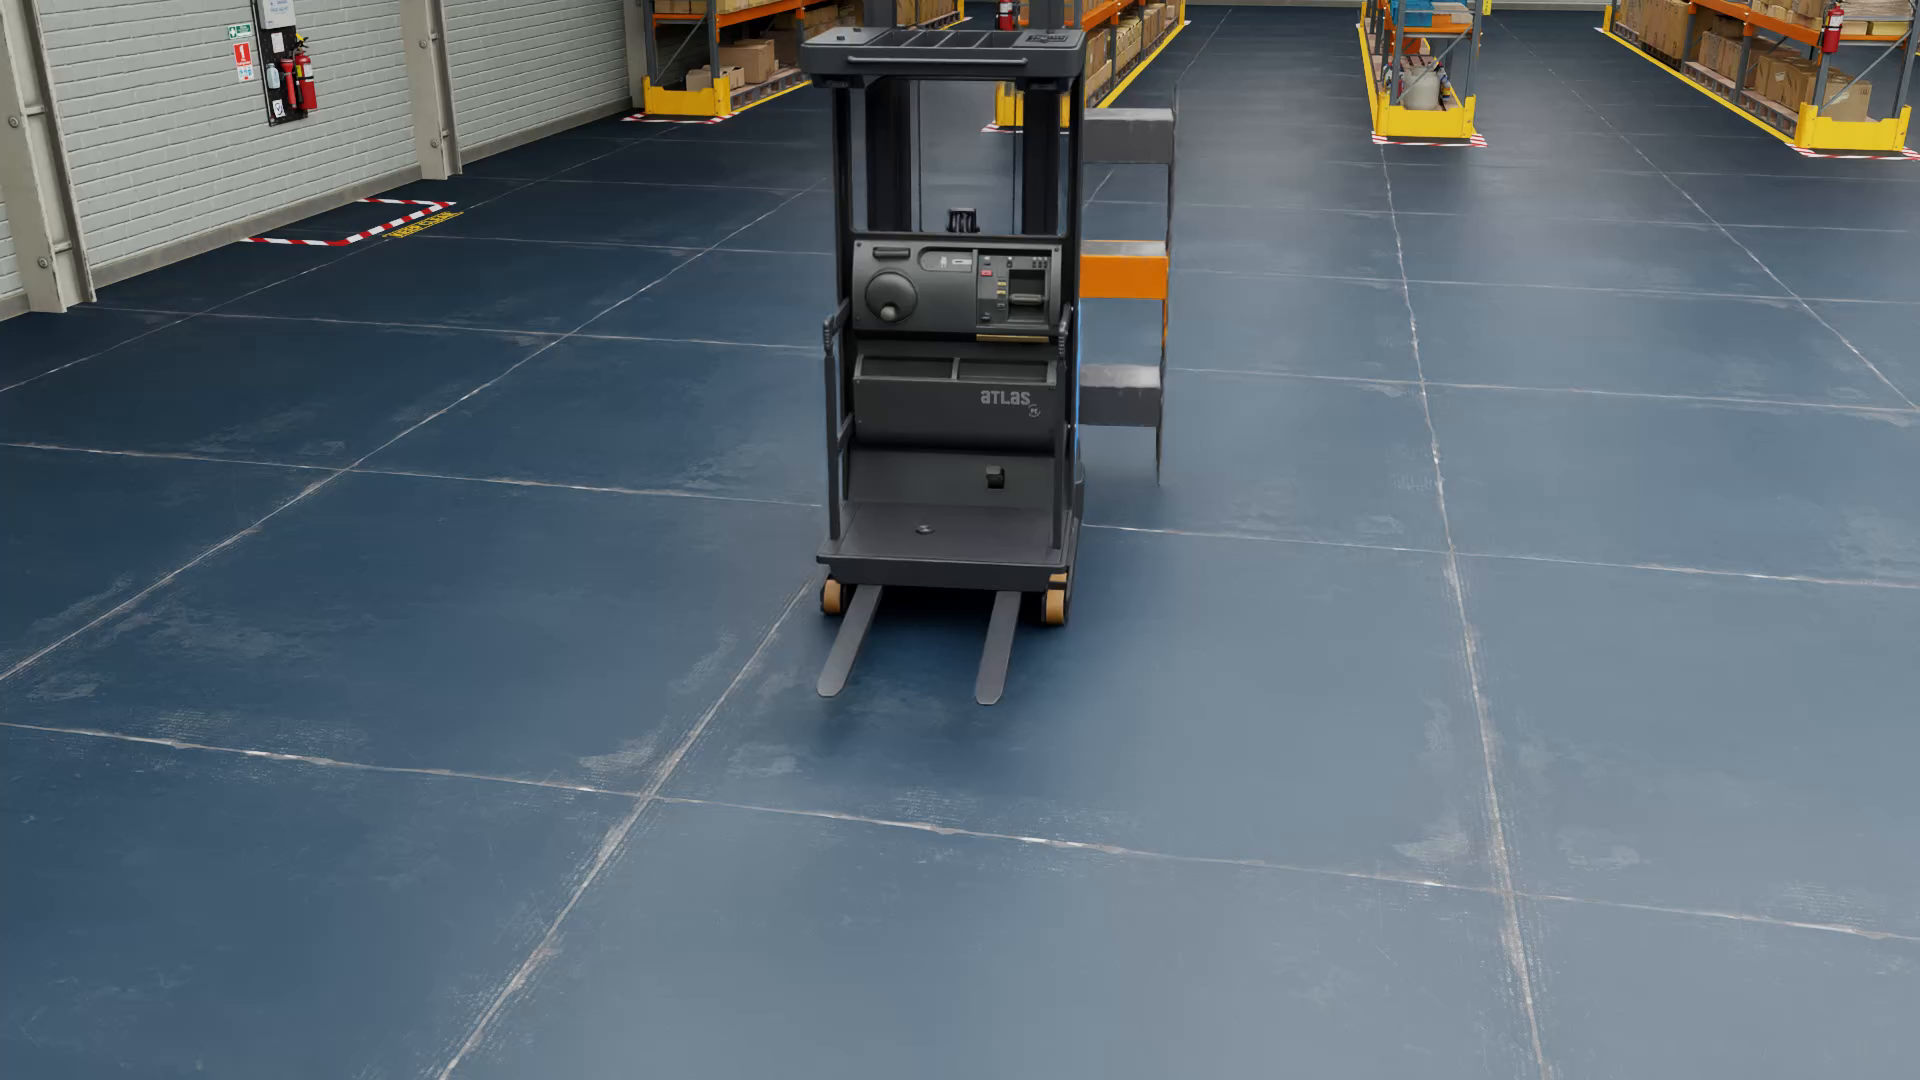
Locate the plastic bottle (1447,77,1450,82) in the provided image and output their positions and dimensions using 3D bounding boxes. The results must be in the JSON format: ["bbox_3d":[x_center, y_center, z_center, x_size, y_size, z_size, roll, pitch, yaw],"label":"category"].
[{"bbox_3d":[6.656,-6.178,22.725,0.061,0.283,0.133,5,22,12],"label":"plastic bottle"}]

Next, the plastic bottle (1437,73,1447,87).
[{"bbox_3d":[6.742,-6.412,23.315,0.152,0.276,0.135,5,22,12],"label":"plastic bottle"}]

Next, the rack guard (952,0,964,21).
[{"bbox_3d":[-0.511,-11.969,37.403,1.175,0.500,0.348,4,22,11],"label":"rack guard"}]

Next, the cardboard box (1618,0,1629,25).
[{"bbox_3d":[13.979,-10.956,33.824,0.875,0.875,0.875,4,22,11],"label":"cardboard box"}]

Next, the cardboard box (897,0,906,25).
[{"bbox_3d":[-1.516,-10.282,32.183,0.750,0.750,0.750,5,23,13],"label":"cardboard box"}]

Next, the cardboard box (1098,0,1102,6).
[{"bbox_3d":[1.700,-8.045,24.180,0.700,0.500,0.500,4,22,10],"label":"cardboard box"}]

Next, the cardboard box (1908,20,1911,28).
[{"bbox_3d":[18.138,-9.733,31.362,0.380,0.149,0.250,3,22,8],"label":"cardboard box"}]

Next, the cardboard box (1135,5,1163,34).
[{"bbox_3d":[3.588,-9.943,31.783,0.500,0.500,0.500,5,22,11],"label":"cardboard box"}]

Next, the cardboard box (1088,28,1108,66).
[{"bbox_3d":[1.891,-7.254,24.464,0.500,0.500,0.500,4,22,11],"label":"cardboard box"}]

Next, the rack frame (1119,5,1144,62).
[{"bbox_3d":[2.701,-9.818,28.716,1.000,3.000,0.127,4,22,11],"label":"rack frame"}]

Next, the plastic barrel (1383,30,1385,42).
[{"bbox_3d":[7.863,-9.108,29.620,0.600,0.588,0.708,4,22,11],"label":"plastic barrel"}]

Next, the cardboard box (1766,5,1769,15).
[{"bbox_3d":[11.115,-7.150,22.428,0.380,0.149,0.250,4,22,11],"label":"cardboard box"}]

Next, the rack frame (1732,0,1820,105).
[{"bbox_3d":[11.582,-7.598,23.205,1.000,3.000,0.127,4,22,11],"label":"rack frame"}]

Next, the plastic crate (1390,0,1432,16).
[{"bbox_3d":[5.865,-6.887,21.638,0.499,0.251,0.408,4,22,11],"label":"plastic crate"}]

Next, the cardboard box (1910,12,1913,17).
[{"bbox_3d":[18.019,-9.790,31.106,0.380,0.149,0.250,3,22,8],"label":"cardboard box"}]

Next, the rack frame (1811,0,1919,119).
[{"bbox_3d":[10.766,-6.135,19.573,1.000,3.000,0.127,4,22,11],"label":"rack frame"}]

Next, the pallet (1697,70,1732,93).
[{"bbox_3d":[11.987,-7.037,25.544,1.003,0.211,1.213,4,22,11],"label":"pallet"}]

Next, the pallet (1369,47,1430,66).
[{"bbox_3d":[7.670,-8.437,29.019,1.003,0.211,1.213,4,22,11],"label":"pallet"}]

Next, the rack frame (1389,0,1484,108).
[{"bbox_3d":[5.917,-6.513,20.510,1.000,3.000,0.127,4,22,11],"label":"rack frame"}]

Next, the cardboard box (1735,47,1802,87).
[{"bbox_3d":[11.729,-6.866,24.143,0.700,0.500,0.500,3,22,7],"label":"cardboard box"}]

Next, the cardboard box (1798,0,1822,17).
[{"bbox_3d":[10.890,-6.711,20.469,0.875,0.500,0.500,4,22,11],"label":"cardboard box"}]

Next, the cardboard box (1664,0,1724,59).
[{"bbox_3d":[12.560,-8.521,27.778,1.225,0.875,0.875,3,22,8],"label":"cardboard box"}]

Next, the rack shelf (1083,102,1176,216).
[{"bbox_3d":[0.864,-1.990,8.647,0.480,0.518,0.431,2,22,5],"label":"rack shelf"}]

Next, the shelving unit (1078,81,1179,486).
[{"bbox_3d":[0.864,-1.353,8.903,0.503,2.100,0.431,2,22,5],"label":"shelving unit"}]

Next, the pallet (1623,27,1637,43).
[{"bbox_3d":[13.693,-9.950,32.777,1.003,0.211,1.213,4,22,11],"label":"pallet"}]

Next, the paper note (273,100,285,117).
[{"bbox_3d":[-6.355,-4.027,15.516,0.016,0.148,0.142,4,22,11],"label":"paper note"}]

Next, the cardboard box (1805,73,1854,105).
[{"bbox_3d":[10.998,-5.619,21.074,0.500,0.500,0.500,11,24,25],"label":"cardboard box"}]

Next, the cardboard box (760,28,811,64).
[{"bbox_3d":[-2.831,-8.046,27.074,0.700,0.500,0.500,5,23,13],"label":"cardboard box"}]

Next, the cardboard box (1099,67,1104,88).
[{"bbox_3d":[1.805,-6.722,24.147,0.500,0.250,0.500,4,22,11],"label":"cardboard box"}]

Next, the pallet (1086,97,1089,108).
[{"bbox_3d":[1.184,-5.881,22.674,1.003,0.211,1.213,4,22,11],"label":"pallet"}]

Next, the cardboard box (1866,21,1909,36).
[{"bbox_3d":[11.058,-6.105,19.833,0.380,0.149,0.250,4,22,11],"label":"cardboard box"}]

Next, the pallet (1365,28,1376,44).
[{"bbox_3d":[8.478,-9.880,32.603,1.003,0.211,1.213,4,22,11],"label":"pallet"}]

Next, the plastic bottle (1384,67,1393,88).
[{"bbox_3d":[6.037,-6.463,23.343,0.144,0.351,0.185,4,22,10],"label":"plastic bottle"}]

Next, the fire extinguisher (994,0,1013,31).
[{"bbox_3d":[0.590,-6.848,21.446,0.296,0.674,0.183,4,22,11],"label":"fire extinguisher"}]

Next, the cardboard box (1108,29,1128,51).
[{"bbox_3d":[2.425,-8.039,26.666,0.500,0.311,0.500,4,22,9],"label":"cardboard box"}]

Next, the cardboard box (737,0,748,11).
[{"bbox_3d":[-3.279,-7.553,23.267,0.500,0.250,0.500,4,22,9],"label":"cardboard box"}]

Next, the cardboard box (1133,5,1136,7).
[{"bbox_3d":[3.082,-9.971,31.853,0.500,0.500,0.500,5,22,12],"label":"cardboard box"}]

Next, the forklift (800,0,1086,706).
[{"bbox_3d":[-0.037,-1.113,7.193,1.130,2.935,3.031,2,22,6],"label":"forklift"}]

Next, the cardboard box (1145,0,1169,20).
[{"bbox_3d":[3.896,-11.014,34.439,0.797,0.503,0.637,4,22,11],"label":"cardboard box"}]

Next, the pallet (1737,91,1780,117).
[{"bbox_3d":[11.480,-6.057,23.109,1.003,0.211,1.213,4,22,11],"label":"pallet"}]

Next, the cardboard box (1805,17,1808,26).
[{"bbox_3d":[10.832,-6.504,20.824,0.380,0.149,0.250,4,22,11],"label":"cardboard box"}]

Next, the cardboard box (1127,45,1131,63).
[{"bbox_3d":[2.523,-7.965,27.234,0.500,0.250,0.500,5,22,12],"label":"cardboard box"}]

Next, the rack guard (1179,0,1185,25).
[{"bbox_3d":[4.318,-11.556,36.378,1.175,0.500,0.348,4,22,11],"label":"rack guard"}]

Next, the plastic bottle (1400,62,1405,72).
[{"bbox_3d":[6.304,-6.677,23.873,0.144,0.351,0.185,4,22,11],"label":"plastic bottle"}]

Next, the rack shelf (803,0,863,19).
[{"bbox_3d":[-2.557,-9.129,27.968,1.077,0.370,4.000,4,22,11],"label":"rack shelf"}]

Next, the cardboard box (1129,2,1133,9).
[{"bbox_3d":[2.976,-10.149,31.291,0.500,0.250,0.500,5,22,11],"label":"cardboard box"}]

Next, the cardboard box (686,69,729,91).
[{"bbox_3d":[-3.552,-6.471,23.417,0.500,0.311,0.500,2,22,5],"label":"cardboard box"}]

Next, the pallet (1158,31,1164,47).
[{"bbox_3d":[3.389,-9.687,32.123,1.003,0.211,1.213,4,22,11],"label":"pallet"}]

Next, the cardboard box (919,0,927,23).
[{"bbox_3d":[-1.080,-10.958,34.330,0.700,0.500,0.500,5,22,12],"label":"cardboard box"}]

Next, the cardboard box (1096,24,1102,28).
[{"bbox_3d":[2.102,-8.449,27.685,0.500,0.311,0.500,4,22,9],"label":"cardboard box"}]
